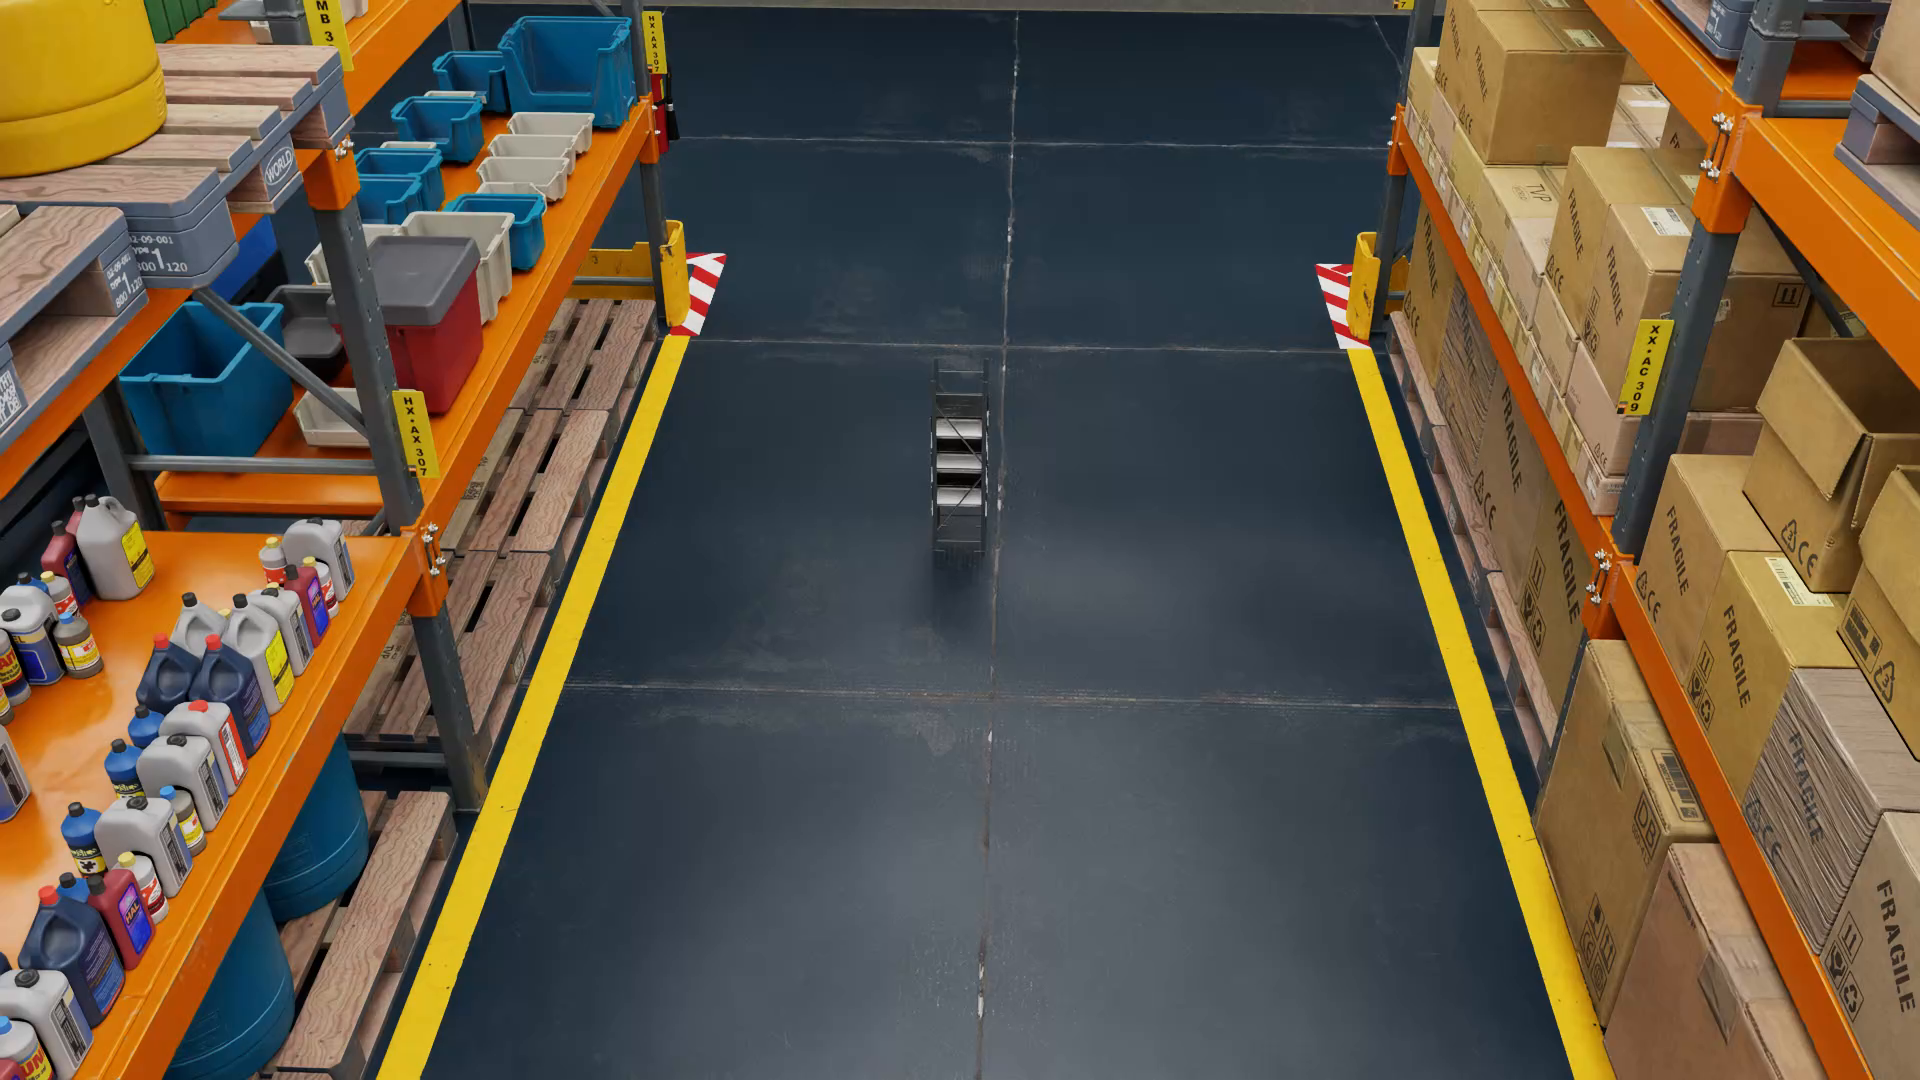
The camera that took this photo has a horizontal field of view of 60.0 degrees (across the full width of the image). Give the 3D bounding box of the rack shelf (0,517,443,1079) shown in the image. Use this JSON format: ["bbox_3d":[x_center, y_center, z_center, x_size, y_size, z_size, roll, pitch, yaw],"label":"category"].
[{"bbox_3d":[-2.389,1.204,4.054,1.077,0.370,4.000,1,35,2],"label":"rack shelf"}]

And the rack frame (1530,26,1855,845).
[{"bbox_3d":[2.640,-0.125,5.320,1.000,3.000,0.127,1,35,2],"label":"rack frame"}]

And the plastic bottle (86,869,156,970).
[{"bbox_3d":[-2.015,0.886,3.982,0.061,0.283,0.133,1,35,2],"label":"plastic bottle"}]

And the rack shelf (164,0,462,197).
[{"bbox_3d":[-2.228,-2.322,6.462,1.077,0.370,4.000,1,35,2],"label":"rack shelf"}]

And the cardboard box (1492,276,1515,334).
[{"bbox_3d":[2.376,-0.944,6.703,0.380,0.149,0.250,1,35,1],"label":"cardboard box"}]

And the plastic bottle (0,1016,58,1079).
[{"bbox_3d":[-2.051,1.140,3.631,0.097,0.271,0.097,0,35,0],"label":"plastic bottle"}]

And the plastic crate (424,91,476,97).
[{"bbox_3d":[-2.582,-2.138,8.361,0.250,0.136,0.298,1,35,2],"label":"plastic crate"}]

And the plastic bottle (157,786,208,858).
[{"bbox_3d":[-2.019,0.720,4.290,0.097,0.201,0.097,0,35,0],"label":"plastic bottle"}]

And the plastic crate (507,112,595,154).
[{"bbox_3d":[-2.000,-1.982,8.139,0.396,0.136,0.243,1,35,2],"label":"plastic crate"}]

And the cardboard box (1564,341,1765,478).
[{"bbox_3d":[2.396,-0.446,5.647,0.500,0.250,0.500,1,35,1],"label":"cardboard box"}]

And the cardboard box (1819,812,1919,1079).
[{"bbox_3d":[2.317,0.965,3.681,0.500,0.500,0.500,2,35,3],"label":"cardboard box"}]

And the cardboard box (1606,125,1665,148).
[{"bbox_3d":[3.006,-1.616,7.312,0.500,0.250,0.500,0,35,0],"label":"cardboard box"}]

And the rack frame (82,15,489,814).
[{"bbox_3d":[-2.309,-0.240,5.483,1.000,3.000,0.127,1,35,2],"label":"rack frame"}]

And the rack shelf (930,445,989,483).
[{"bbox_3d":[0.000,-0.346,7.517,0.258,0.077,0.200,1,35,2],"label":"rack shelf"}]

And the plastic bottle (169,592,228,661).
[{"bbox_3d":[-2.163,0.313,4.739,0.144,0.351,0.185,1,35,2],"label":"plastic bottle"}]

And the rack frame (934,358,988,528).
[{"bbox_3d":[0.004,-0.431,7.581,0.240,0.900,0.006,1,35,2],"label":"rack frame"}]

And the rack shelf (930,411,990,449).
[{"bbox_3d":[0.000,-0.493,7.414,0.258,0.077,0.200,1,35,2],"label":"rack shelf"}]

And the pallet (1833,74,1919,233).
[{"bbox_3d":[2.653,-0.747,3.761,0.805,0.209,1.217,0,35,0],"label":"pallet"}]

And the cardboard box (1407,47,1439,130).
[{"bbox_3d":[2.512,-2.214,8.164,0.500,0.250,0.500,0,35,1],"label":"cardboard box"}]

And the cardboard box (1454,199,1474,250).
[{"bbox_3d":[2.408,-1.386,7.331,0.380,0.149,0.250,1,35,1],"label":"cardboard box"}]

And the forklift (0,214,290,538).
[{"bbox_3d":[-4.540,-1.826,7.800,1.130,2.935,3.031,2,35,3],"label":"forklift"}]

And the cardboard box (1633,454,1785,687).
[{"bbox_3d":[2.372,0.092,4.923,0.500,0.500,0.500,1,35,2],"label":"cardboard box"}]

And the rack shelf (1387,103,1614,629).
[{"bbox_3d":[2.721,-0.980,7.162,1.077,0.370,4.000,1,35,2],"label":"rack shelf"}]

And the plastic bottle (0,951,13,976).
[{"bbox_3d":[-2.220,1.023,3.729,0.144,0.351,0.185,1,35,2],"label":"plastic bottle"}]

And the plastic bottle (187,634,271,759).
[{"bbox_3d":[-2.026,0.422,4.583,0.144,0.351,0.185,1,35,2],"label":"plastic bottle"}]

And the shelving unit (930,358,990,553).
[{"bbox_3d":[0.000,-0.373,7.498,0.258,0.900,0.210,1,35,2],"label":"shelving unit"}]

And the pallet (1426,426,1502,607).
[{"bbox_3d":[2.795,-0.122,7.741,1.003,0.211,1.213,1,35,2],"label":"pallet"}]

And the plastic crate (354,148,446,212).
[{"bbox_3d":[-2.540,-1.603,7.516,0.416,0.233,0.300,1,35,2],"label":"plastic crate"}]

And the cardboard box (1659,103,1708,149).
[{"bbox_3d":[2.959,-1.344,6.273,0.500,0.500,0.500,0,35,0],"label":"cardboard box"}]

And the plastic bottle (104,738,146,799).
[{"bbox_3d":[-2.167,0.631,4.355,0.097,0.271,0.097,0,35,0],"label":"plastic bottle"}]

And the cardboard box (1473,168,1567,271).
[{"bbox_3d":[2.458,-1.327,6.901,0.500,0.250,0.500,1,35,1],"label":"cardboard box"}]

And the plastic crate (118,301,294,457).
[{"bbox_3d":[-2.631,-0.534,5.863,0.392,0.384,0.575,1,35,2],"label":"plastic crate"}]

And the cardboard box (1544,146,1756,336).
[{"bbox_3d":[2.416,-1.051,5.856,0.500,0.500,0.500,2,35,2],"label":"cardboard box"}]

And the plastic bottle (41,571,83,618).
[{"bbox_3d":[-2.741,0.186,5.050,0.097,0.201,0.097,0,35,0],"label":"plastic bottle"}]

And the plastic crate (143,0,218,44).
[{"bbox_3d":[-2.594,-1.631,5.037,0.450,0.188,0.662,1,35,2],"label":"plastic crate"}]

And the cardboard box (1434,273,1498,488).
[{"bbox_3d":[2.819,-0.834,7.810,0.875,0.875,0.875,1,35,2],"label":"cardboard box"}]

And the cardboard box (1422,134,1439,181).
[{"bbox_3d":[2.438,-1.830,7.964,0.380,0.149,0.250,1,35,1],"label":"cardboard box"}]

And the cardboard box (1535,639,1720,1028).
[{"bbox_3d":[2.635,0.940,5.286,1.225,0.875,0.875,1,35,2],"label":"cardboard box"}]

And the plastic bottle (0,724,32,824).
[{"bbox_3d":[-2.593,0.604,4.390,0.152,0.276,0.135,1,35,2],"label":"plastic bottle"}]

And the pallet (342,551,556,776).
[{"bbox_3d":[-2.318,0.478,6.887,1.003,0.211,1.213,1,35,2],"label":"pallet"}]

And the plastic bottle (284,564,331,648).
[{"bbox_3d":[-1.965,0.176,4.993,0.061,0.283,0.133,1,35,2],"label":"plastic bottle"}]

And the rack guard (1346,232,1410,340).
[{"bbox_3d":[2.802,-1.415,9.328,1.175,0.500,0.348,1,35,2],"label":"rack guard"}]

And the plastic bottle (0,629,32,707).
[{"bbox_3d":[-2.755,0.346,4.761,0.097,0.271,0.097,0,35,0],"label":"plastic bottle"}]

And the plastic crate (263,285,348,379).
[{"bbox_3d":[-2.532,-0.801,6.468,0.437,0.125,0.590,1,35,2],"label":"plastic crate"}]

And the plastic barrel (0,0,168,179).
[{"bbox_3d":[-2.143,-1.187,3.692,0.600,0.588,0.600,0,35,0],"label":"plastic barrel"}]

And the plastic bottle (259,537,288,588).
[{"bbox_3d":[-2.127,0.083,5.196,0.097,0.201,0.097,0,35,0],"label":"plastic bottle"}]

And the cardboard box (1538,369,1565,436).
[{"bbox_3d":[2.346,-0.501,6.072,0.380,0.149,0.250,1,35,1],"label":"cardboard box"}]

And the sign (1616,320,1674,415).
[{"bbox_3d":[2.086,-0.524,5.065,0.100,0.325,0.005,1,35,2],"label":"sign"}]

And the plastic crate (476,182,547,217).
[{"bbox_3d":[-2.006,-1.485,7.431,0.298,0.136,0.250,1,35,2],"label":"plastic crate"}]

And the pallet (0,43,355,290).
[{"bbox_3d":[-2.243,-0.937,4.030,1.213,0.211,1.003,1,35,2],"label":"pallet"}]
